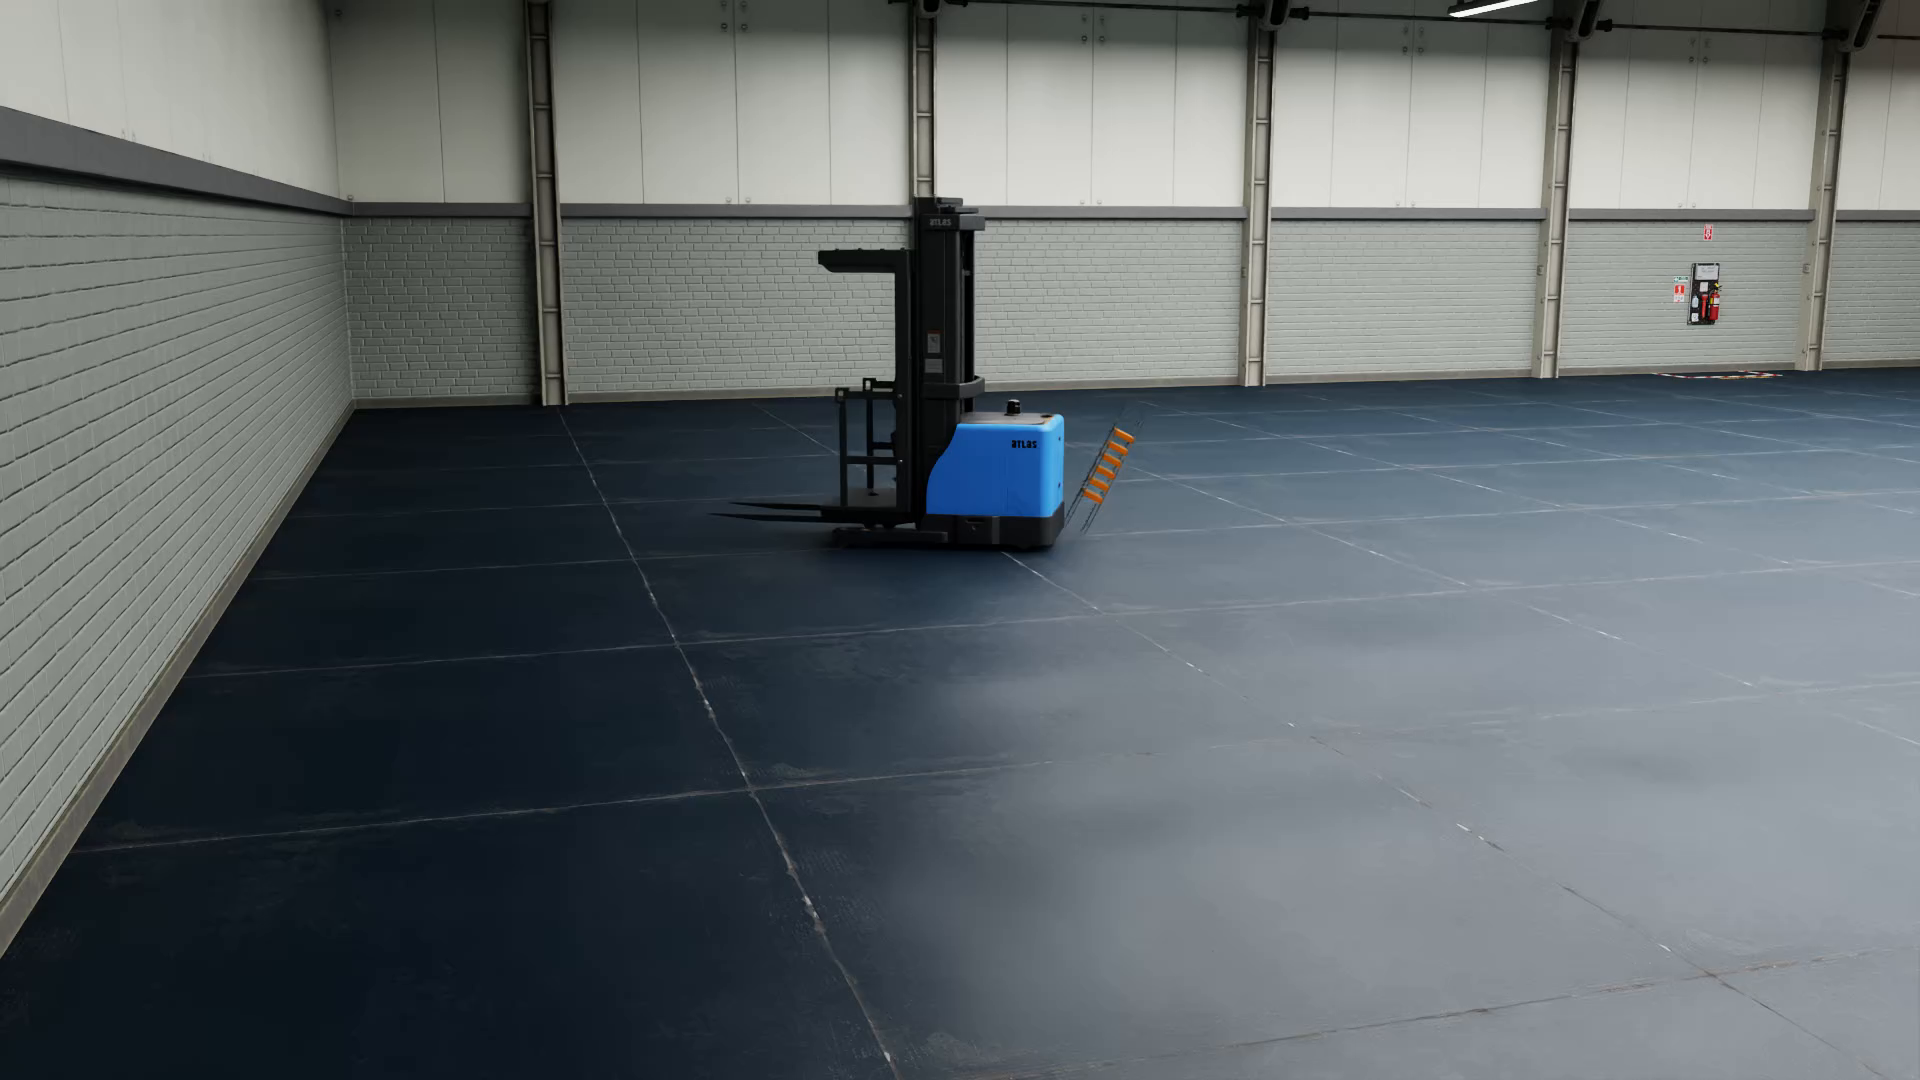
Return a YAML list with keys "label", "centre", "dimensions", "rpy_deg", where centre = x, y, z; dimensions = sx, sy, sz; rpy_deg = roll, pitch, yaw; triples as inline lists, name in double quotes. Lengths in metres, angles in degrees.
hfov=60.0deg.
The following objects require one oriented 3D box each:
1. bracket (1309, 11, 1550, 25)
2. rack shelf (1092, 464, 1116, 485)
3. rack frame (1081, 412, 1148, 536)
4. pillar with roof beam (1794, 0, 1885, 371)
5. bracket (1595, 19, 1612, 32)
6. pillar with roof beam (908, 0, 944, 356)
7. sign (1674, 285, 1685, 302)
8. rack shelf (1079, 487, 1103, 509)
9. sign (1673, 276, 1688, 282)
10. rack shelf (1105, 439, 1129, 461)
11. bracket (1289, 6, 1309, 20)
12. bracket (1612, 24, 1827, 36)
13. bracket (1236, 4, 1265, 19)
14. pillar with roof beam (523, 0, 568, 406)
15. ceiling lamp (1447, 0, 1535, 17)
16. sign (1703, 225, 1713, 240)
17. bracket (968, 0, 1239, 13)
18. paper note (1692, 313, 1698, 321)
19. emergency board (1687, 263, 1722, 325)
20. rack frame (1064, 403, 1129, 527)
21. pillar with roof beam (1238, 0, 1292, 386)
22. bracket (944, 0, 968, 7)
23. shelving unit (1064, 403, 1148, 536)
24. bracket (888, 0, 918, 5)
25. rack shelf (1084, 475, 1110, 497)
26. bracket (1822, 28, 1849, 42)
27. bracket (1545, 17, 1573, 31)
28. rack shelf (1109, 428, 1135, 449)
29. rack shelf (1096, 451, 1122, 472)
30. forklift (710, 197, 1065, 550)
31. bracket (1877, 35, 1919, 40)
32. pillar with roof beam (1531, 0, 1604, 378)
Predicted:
- label: "bracket"
  centre: [8.129, -9.025, 28.772]
  dimensions: [4.783, 0.066, 0.076]
  rpy_deg: [-3, 11, -16]
- label: "rack shelf"
  centre: [1.268, -0.590, 14.766]
  dimensions: [0.180, 0.103, 0.258]
  rpy_deg: [26, 8, -7]
- label: "rack frame"
  centre: [1.370, -0.589, 14.770]
  dimensions: [0.006, 1.200, 0.240]
  rpy_deg: [26, 8, -7]
- label: "pillar with roof beam"
  centre: [17.882, -7.024, 27.844]
  dimensions: [0.548, 9.000, 9.100]
  rpy_deg: [-3, 11, -16]
- label: "bracket"
  centre: [11.416, -9.198, 29.713]
  dimensions: [0.430, 0.232, 0.235]
  rpy_deg: [-3, 11, -16]
- label: "pillar with roof beam"
  centre: [0.599, -6.113, 22.896]
  dimensions: [0.548, 9.000, 9.100]
  rpy_deg: [-3, 11, -16]
- label: "sign"
  centre: [13.736, -4.711, 31.751]
  dimensions: [0.234, 0.329, 0.001]
  rpy_deg: [-3, 11, -16]
- label: "rack shelf"
  centre: [1.160, -0.379, 14.801]
  dimensions: [0.180, 0.103, 0.258]
  rpy_deg: [26, 8, -7]
- label: "sign"
  centre: [13.743, -4.970, 31.696]
  dimensions: [0.331, 0.109, 0.001]
  rpy_deg: [-3, 11, -16]
- label: "rack shelf"
  centre: [1.376, -0.802, 14.731]
  dimensions: [0.180, 0.103, 0.258]
  rpy_deg: [26, 8, -7]
- label: "bracket"
  centre: [5.655, -8.894, 28.064]
  dimensions: [0.430, 0.232, 0.235]
  rpy_deg: [-3, 11, -16]
- label: "bracket"
  centre: [13.889, -9.328, 30.421]
  dimensions: [4.783, 0.066, 0.076]
  rpy_deg: [-3, 11, -16]
- label: "bracket"
  centre: [4.858, -8.852, 27.835]
  dimensions: [0.430, 0.232, 0.235]
  rpy_deg: [-3, 11, -16]
- label: "pillar with roof beam"
  centre: [-5.161, -5.809, 21.247]
  dimensions: [0.548, 9.000, 9.100]
  rpy_deg: [-3, 11, -16]
- label: "ceiling lamp"
  centre: [7.479, -9.222, 23.666]
  dimensions: [0.800, 3.185, 2.000]
  rpy_deg: [-3, 11, -16]
- label: "sign"
  centre: [14.260, -5.860, 31.691]
  dimensions: [0.199, 0.298, 0.001]
  rpy_deg: [-3, 11, -16]
- label: "bracket"
  centre: [2.368, -8.721, 27.123]
  dimensions: [4.783, 0.066, 0.076]
  rpy_deg: [-3, 11, -16]
- label: "paper note"
  centre: [14.106, -4.273, 31.905]
  dimensions: [0.142, 0.148, 0.016]
  rpy_deg: [-3, 11, -16]
- label: "emergency board"
  centre: [14.295, -4.703, 31.809]
  dimensions: [0.643, 1.169, 0.194]
  rpy_deg: [-3, 11, -16]
- label: "rack frame"
  centre: [1.207, -0.669, 14.749]
  dimensions: [0.006, 1.200, 0.240]
  rpy_deg: [26, 8, -7]
- label: "pillar with roof beam"
  centre: [6.360, -6.416, 24.546]
  dimensions: [0.548, 9.000, 9.100]
  rpy_deg: [-3, 11, -16]
- label: "bracket"
  centre: [-0.106, -8.591, 26.414]
  dimensions: [0.430, 0.232, 0.235]
  rpy_deg: [-3, 11, -16]
- label: "shelving unit"
  centre: [1.288, -0.629, 14.759]
  dimensions: [0.189, 1.200, 0.258]
  rpy_deg: [26, 8, -7]
- label: "bracket"
  centre: [-0.903, -8.549, 26.186]
  dimensions: [0.430, 0.232, 0.235]
  rpy_deg: [-3, 11, -16]
- label: "rack shelf"
  centre: [1.214, -0.484, 14.783]
  dimensions: [0.180, 0.103, 0.258]
  rpy_deg: [26, 8, -7]
- label: "bracket"
  centre: [16.380, -9.460, 31.134]
  dimensions: [0.430, 0.232, 0.235]
  rpy_deg: [-3, 11, -16]
- label: "bracket"
  centre: [10.619, -9.156, 29.485]
  dimensions: [0.430, 0.232, 0.235]
  rpy_deg: [-3, 11, -16]
- label: "rack shelf"
  centre: [1.430, -0.907, 14.714]
  dimensions: [0.180, 0.103, 0.258]
  rpy_deg: [26, 8, -7]
- label: "rack shelf"
  centre: [1.322, -0.696, 14.748]
  dimensions: [0.180, 0.103, 0.258]
  rpy_deg: [26, 8, -7]
- label: "forklift"
  centre: [-0.639, -1.462, 14.395]
  dimensions: [3.031, 2.935, 1.130]
  rpy_deg: [2, 11, 10]
- label: "bracket"
  centre: [19.650, -9.632, 32.070]
  dimensions: [4.783, 0.066, 0.076]
  rpy_deg: [-3, 11, -16]
- label: "pillar with roof beam"
  centre: [12.121, -6.720, 26.195]
  dimensions: [0.548, 9.000, 9.100]
  rpy_deg: [-3, 11, -16]
